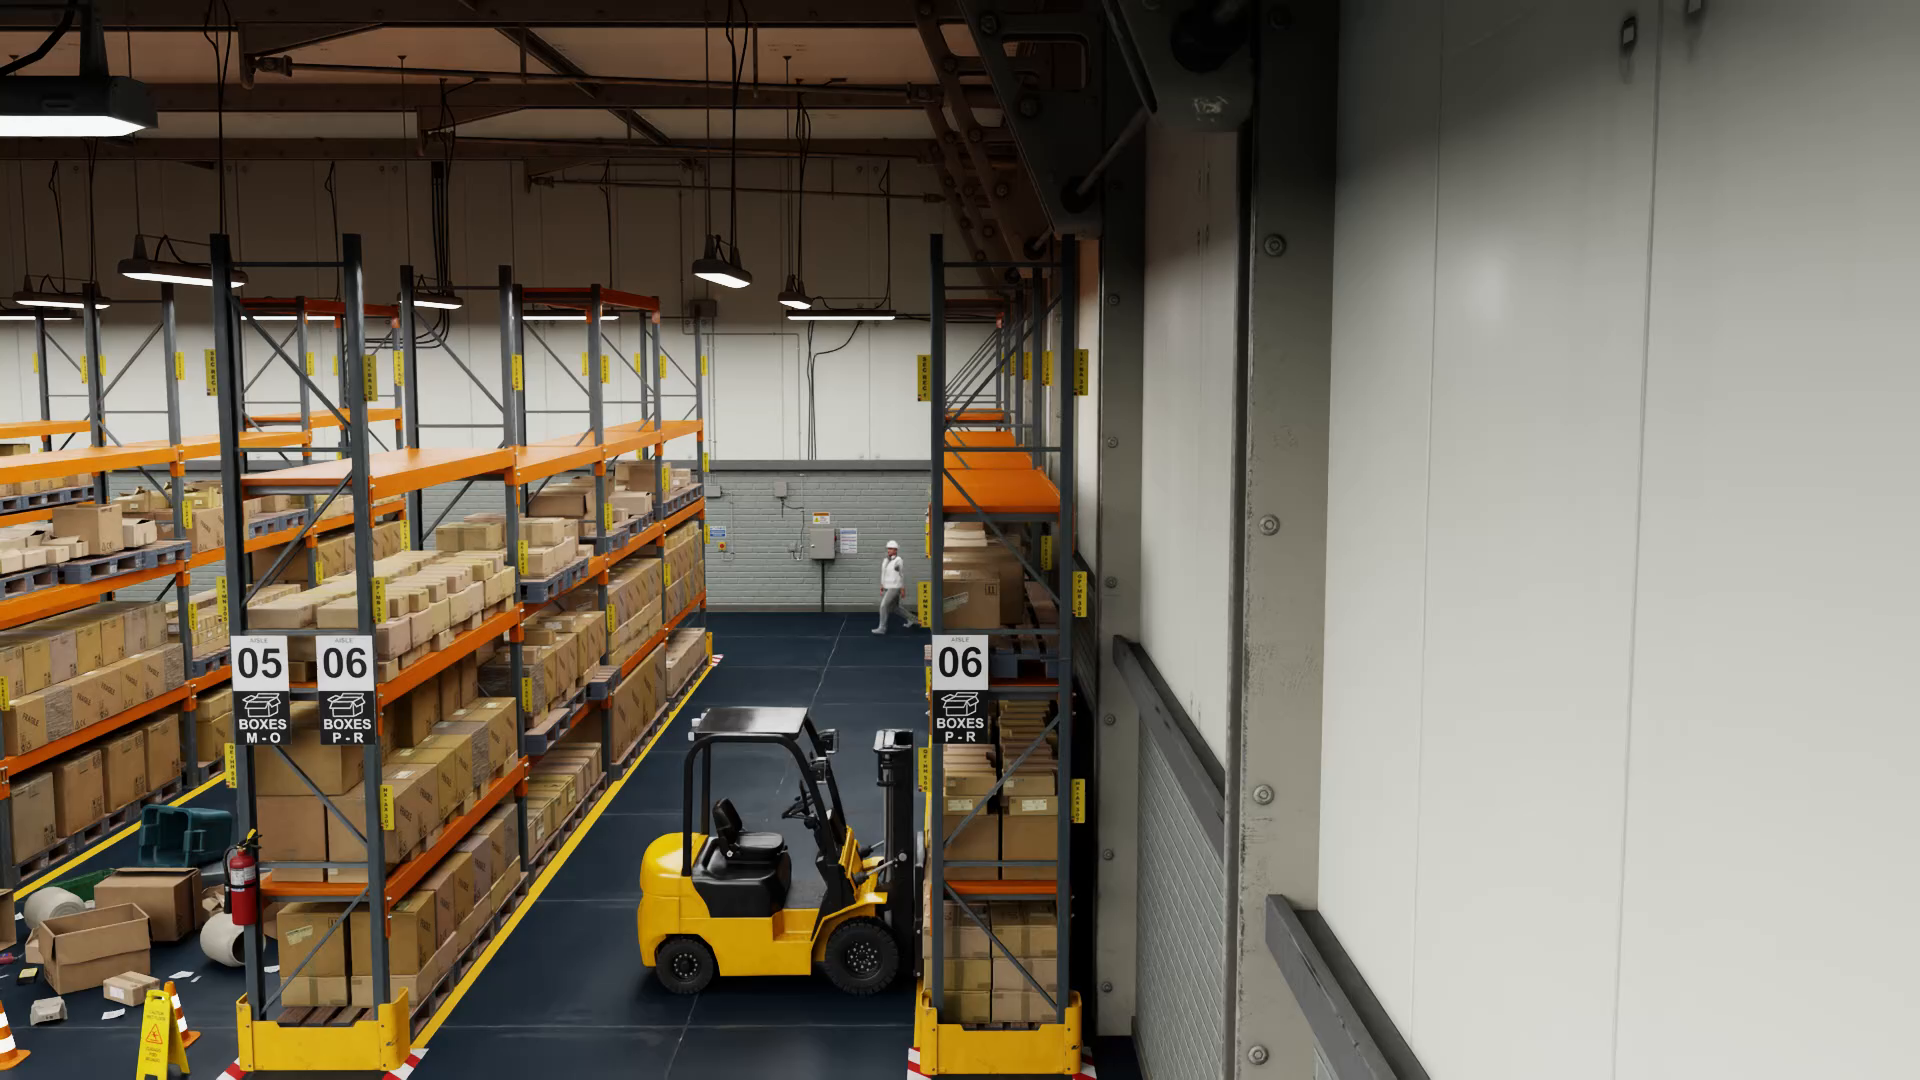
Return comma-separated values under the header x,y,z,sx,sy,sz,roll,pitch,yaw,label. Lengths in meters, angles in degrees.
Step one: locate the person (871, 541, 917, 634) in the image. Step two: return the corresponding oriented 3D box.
x,y,z,sx,sy,sz,roll,pitch,yaw,label
-1.236,0.872,31.038,0.999,1.736,0.504,-3,7,-24,person
